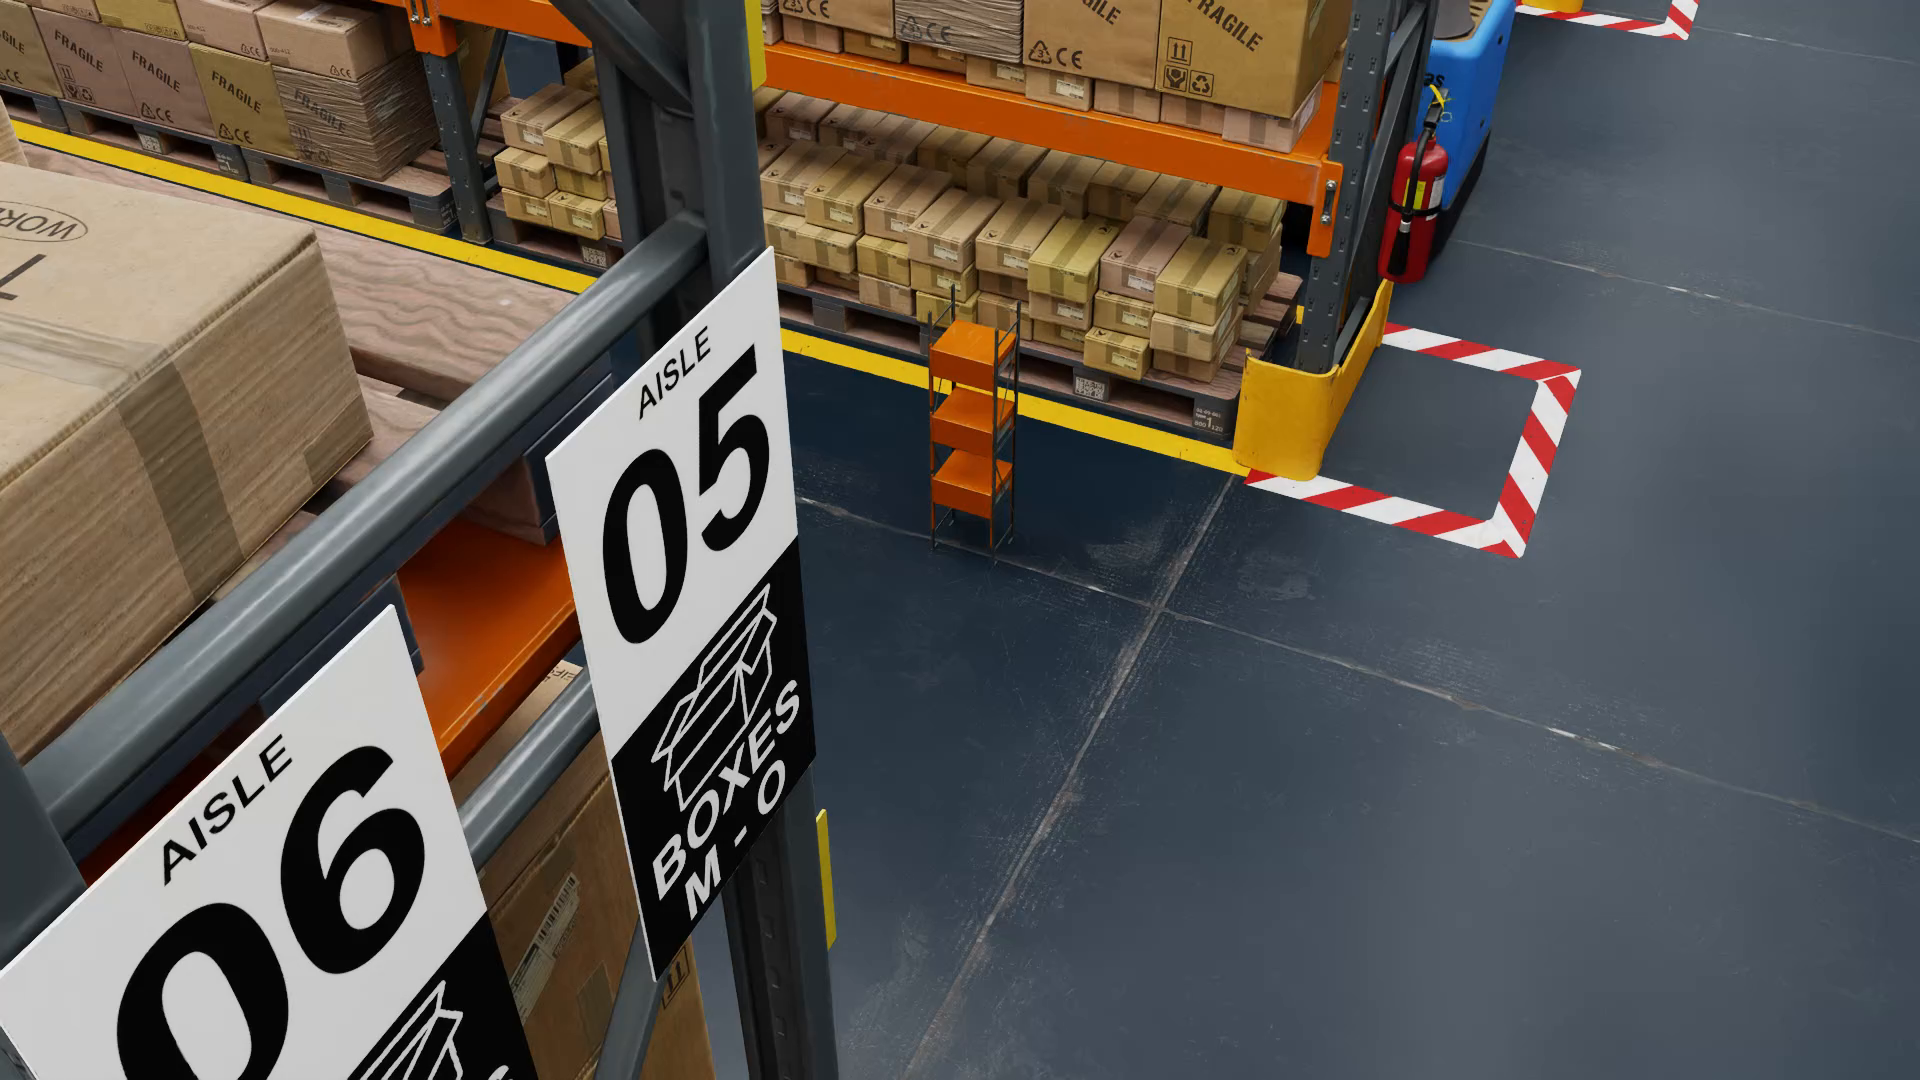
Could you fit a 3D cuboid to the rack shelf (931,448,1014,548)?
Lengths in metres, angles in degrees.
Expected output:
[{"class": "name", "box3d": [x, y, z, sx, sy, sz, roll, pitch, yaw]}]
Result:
[{"class": "rack shelf", "box3d": [0.048, -0.164, 6.078, 0.240, 0.259, 0.215, 17, 44, 19]}]

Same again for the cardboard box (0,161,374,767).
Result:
[{"class": "cardboard box", "box3d": [-0.912, -0.100, 1.503, 0.500, 0.250, 0.500, 13, 43, 15]}]

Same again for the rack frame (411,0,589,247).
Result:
[{"class": "rack frame", "box3d": [-2.090, -2.830, 7.224, 0.127, 3.000, 1.000, 17, 44, 19]}]

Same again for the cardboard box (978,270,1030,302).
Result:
[{"class": "cardboard box", "box3d": [0.264, -1.171, 6.940, 0.250, 0.149, 0.380, 16, 44, 18]}]

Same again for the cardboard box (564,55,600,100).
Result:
[{"class": "cardboard box", "box3d": [-1.657, -2.192, 7.890, 0.250, 0.149, 0.380, 18, 44, 20]}]

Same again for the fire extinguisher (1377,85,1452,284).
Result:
[{"class": "fire extinguisher", "box3d": [1.568, -1.208, 5.697, 0.183, 0.674, 0.296, 17, 44, 19]}]

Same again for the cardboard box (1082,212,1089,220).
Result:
[{"class": "cardboard box", "box3d": [0.499, -1.473, 7.288, 0.250, 0.149, 0.380, 18, 44, 20]}]

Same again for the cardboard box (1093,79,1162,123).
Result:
[{"class": "cardboard box", "box3d": [0.677, -1.701, 6.114, 0.250, 0.149, 0.380, 17, 44, 18]}]

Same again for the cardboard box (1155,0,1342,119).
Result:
[{"class": "cardboard box", "box3d": [1.019, -1.844, 5.784, 0.500, 0.500, 0.500, 18, 44, 19]}]

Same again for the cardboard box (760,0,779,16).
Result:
[{"class": "cardboard box", "box3d": [-0.855, -2.399, 6.425, 0.500, 0.500, 0.500, 16, 43, 18]}]

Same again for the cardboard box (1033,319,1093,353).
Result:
[{"class": "cardboard box", "box3d": [0.491, -0.961, 6.924, 0.250, 0.149, 0.380, 17, 44, 18]}]

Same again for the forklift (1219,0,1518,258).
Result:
[{"class": "forklift", "box3d": [1.039, -3.062, 7.545, 3.031, 2.935, 1.130, 18, 44, 19]}]

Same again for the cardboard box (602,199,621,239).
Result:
[{"class": "cardboard box", "box3d": [-1.407, -1.508, 7.555, 0.250, 0.149, 0.380, 17, 44, 18]}]

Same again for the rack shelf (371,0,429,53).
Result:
[{"class": "rack shelf", "box3d": [-3.902, -3.112, 8.099, 4.000, 0.370, 1.077, 17, 44, 19]}]

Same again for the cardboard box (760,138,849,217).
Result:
[{"class": "cardboard box", "box3d": [-0.667, -1.561, 7.163, 0.250, 0.149, 0.380, 15, 43, 17]}]

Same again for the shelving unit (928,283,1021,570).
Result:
[{"class": "shelving unit", "box3d": [0.048, -0.382, 5.889, 0.252, 1.050, 0.215, 17, 44, 19]}]

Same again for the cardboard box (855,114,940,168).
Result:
[{"class": "cardboard box", "box3d": [-0.265, -1.740, 7.370, 0.250, 0.149, 0.380, 17, 44, 19]}]

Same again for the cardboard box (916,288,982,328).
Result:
[{"class": "cardboard box", "box3d": [0.004, -1.055, 7.033, 0.250, 0.149, 0.380, 15, 43, 17]}]

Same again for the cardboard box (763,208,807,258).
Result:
[{"class": "cardboard box", "box3d": [-0.709, -1.396, 7.199, 0.250, 0.149, 0.380, 17, 44, 18]}]

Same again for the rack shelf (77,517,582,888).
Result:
[{"class": "rack shelf", "box3d": [-2.279, -0.171, 2.417, 4.000, 0.370, 1.077, 17, 44, 19]}]

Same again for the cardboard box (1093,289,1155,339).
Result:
[{"class": "cardboard box", "box3d": [0.722, -0.997, 6.739, 0.250, 0.149, 0.380, 16, 43, 18]}]

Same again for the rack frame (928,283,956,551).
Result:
[{"class": "rack frame", "box3d": [-0.062, -0.416, 5.928, 0.008, 1.050, 0.200, 17, 44, 19]}]

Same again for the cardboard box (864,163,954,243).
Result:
[{"class": "cardboard box", "box3d": [-0.211, -1.414, 6.993, 0.250, 0.149, 0.380, 16, 43, 17]}]

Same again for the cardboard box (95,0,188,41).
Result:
[{"class": "cardboard box", "box3d": [-3.817, -2.672, 8.057, 0.500, 0.250, 0.500, 15, 43, 17]}]

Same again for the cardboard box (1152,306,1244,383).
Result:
[{"class": "cardboard box", "box3d": [0.970, -0.825, 6.768, 0.250, 0.149, 0.380, 18, 44, 19]}]

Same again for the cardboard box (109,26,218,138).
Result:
[{"class": "cardboard box", "box3d": [-3.795, -2.386, 8.301, 0.500, 0.500, 0.500, 16, 43, 18]}]

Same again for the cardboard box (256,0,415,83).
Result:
[{"class": "cardboard box", "box3d": [-2.872, -2.383, 7.725, 0.500, 0.250, 0.500, 16, 43, 18]}]

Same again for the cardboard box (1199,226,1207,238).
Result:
[{"class": "cardboard box", "box3d": [0.944, -1.323, 7.115, 0.250, 0.149, 0.380, 17, 44, 18]}]

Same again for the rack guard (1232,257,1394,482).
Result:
[{"class": "rack guard", "box3d": [1.466, -0.798, 6.789, 0.348, 0.500, 1.175, 17, 44, 19]}]

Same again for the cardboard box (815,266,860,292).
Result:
[{"class": "cardboard box", "box3d": [-0.433, -1.257, 7.266, 0.250, 0.149, 0.380, 18, 44, 20]}]

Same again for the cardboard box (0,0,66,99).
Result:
[{"class": "cardboard box", "box3d": [-4.725, -2.667, 8.625, 0.500, 0.500, 0.500, 17, 44, 19]}]

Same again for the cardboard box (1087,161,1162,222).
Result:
[{"class": "cardboard box", "box3d": [0.729, -1.526, 7.122, 0.250, 0.149, 0.380, 17, 44, 19]}]

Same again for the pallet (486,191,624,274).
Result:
[{"class": "pallet", "box3d": [-1.466, -1.611, 7.947, 1.213, 0.211, 1.003, 17, 44, 19]}]

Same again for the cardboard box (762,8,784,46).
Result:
[{"class": "cardboard box", "box3d": [-0.758, -2.126, 6.605, 0.250, 0.149, 0.380, 19, 44, 20]}]

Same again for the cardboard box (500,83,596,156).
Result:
[{"class": "cardboard box", "box3d": [-1.865, -1.917, 7.574, 0.250, 0.149, 0.380, 19, 44, 20]}]

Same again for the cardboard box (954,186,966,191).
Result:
[{"class": "cardboard box", "box3d": [-0.045, -1.541, 7.366, 0.250, 0.149, 0.380, 19, 44, 21]}]

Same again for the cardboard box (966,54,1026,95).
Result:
[{"class": "cardboard box", "box3d": [0.209, -1.848, 6.284, 0.250, 0.149, 0.380, 15, 43, 17]}]

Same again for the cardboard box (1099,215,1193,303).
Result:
[{"class": "cardboard box", "box3d": [0.745, -1.128, 6.663, 0.250, 0.149, 0.380, 18, 44, 19]}]

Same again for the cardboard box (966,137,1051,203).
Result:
[{"class": "cardboard box", "box3d": [0.222, -1.628, 7.239, 0.250, 0.149, 0.380, 19, 44, 20]}]

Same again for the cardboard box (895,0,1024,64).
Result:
[{"class": "cardboard box", "box3d": [0.091, -2.124, 6.107, 0.500, 0.500, 0.500, 17, 44, 19]}]

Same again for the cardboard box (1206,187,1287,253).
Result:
[{"class": "cardboard box", "box3d": [1.204, -1.375, 6.948, 0.250, 0.149, 0.380, 15, 43, 17]}]

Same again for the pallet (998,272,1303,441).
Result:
[{"class": "pallet", "box3d": [0.745, -0.935, 7.168, 1.213, 0.211, 1.003, 17, 44, 19]}]

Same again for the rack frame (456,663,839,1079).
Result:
[{"class": "rack frame", "box3d": [-0.466, 1.244, 2.524, 0.127, 3.000, 1.000, 17, 44, 19]}]

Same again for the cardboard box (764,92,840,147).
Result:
[{"class": "cardboard box", "box3d": [-0.694, -1.942, 7.602, 0.250, 0.149, 0.380, 15, 43, 17]}]

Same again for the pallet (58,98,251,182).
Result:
[{"class": "pallet", "box3d": [-3.906, -2.328, 8.774, 1.213, 0.211, 1.003, 17, 44, 19]}]

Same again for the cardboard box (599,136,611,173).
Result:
[{"class": "cardboard box", "box3d": [-1.391, -1.765, 7.398, 0.250, 0.149, 0.380, 16, 44, 18]}]

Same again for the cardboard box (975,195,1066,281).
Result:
[{"class": "cardboard box", "box3d": [0.248, -1.234, 6.785, 0.250, 0.149, 0.380, 15, 43, 17]}]

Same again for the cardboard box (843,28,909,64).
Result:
[{"class": "cardboard box", "box3d": [-0.257, -2.022, 6.485, 0.250, 0.149, 0.380, 18, 44, 19]}]

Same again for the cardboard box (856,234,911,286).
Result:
[{"class": "cardboard box", "box3d": [-0.235, -1.253, 7.034, 0.250, 0.149, 0.380, 19, 44, 21]}]

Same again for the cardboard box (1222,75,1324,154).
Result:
[{"class": "cardboard box", "box3d": [1.120, -1.550, 5.939, 0.250, 0.149, 0.380, 17, 44, 19]}]

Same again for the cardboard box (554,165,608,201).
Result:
[{"class": "cardboard box", "box3d": [-1.629, -1.716, 7.569, 0.250, 0.149, 0.380, 17, 44, 19]}]

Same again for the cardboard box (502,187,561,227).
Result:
[{"class": "cardboard box", "box3d": [-1.896, -1.620, 7.684, 0.250, 0.149, 0.380, 15, 43, 17]}]

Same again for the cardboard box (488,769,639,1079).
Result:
[{"class": "cardboard box", "box3d": [-0.781, 0.527, 2.513, 0.500, 0.500, 0.500, 16, 43, 18]}]

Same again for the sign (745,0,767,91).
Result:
[{"class": "sign", "box3d": [-0.226, -0.577, 1.608, 0.005, 0.325, 0.100, 17, 44, 19]}]

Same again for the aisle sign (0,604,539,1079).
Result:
[{"class": "aisle sign", "box3d": [-0.532, 0.466, 1.438, 0.004, 0.787, 0.394, 17, 44, 19]}]

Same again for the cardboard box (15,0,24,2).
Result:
[{"class": "cardboard box", "box3d": [-4.733, -2.960, 8.390, 0.500, 0.250, 0.500, 16, 44, 18]}]

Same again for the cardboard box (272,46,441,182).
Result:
[{"class": "cardboard box", "box3d": [-2.867, -2.099, 7.970, 0.500, 0.500, 0.500, 16, 43, 18]}]
